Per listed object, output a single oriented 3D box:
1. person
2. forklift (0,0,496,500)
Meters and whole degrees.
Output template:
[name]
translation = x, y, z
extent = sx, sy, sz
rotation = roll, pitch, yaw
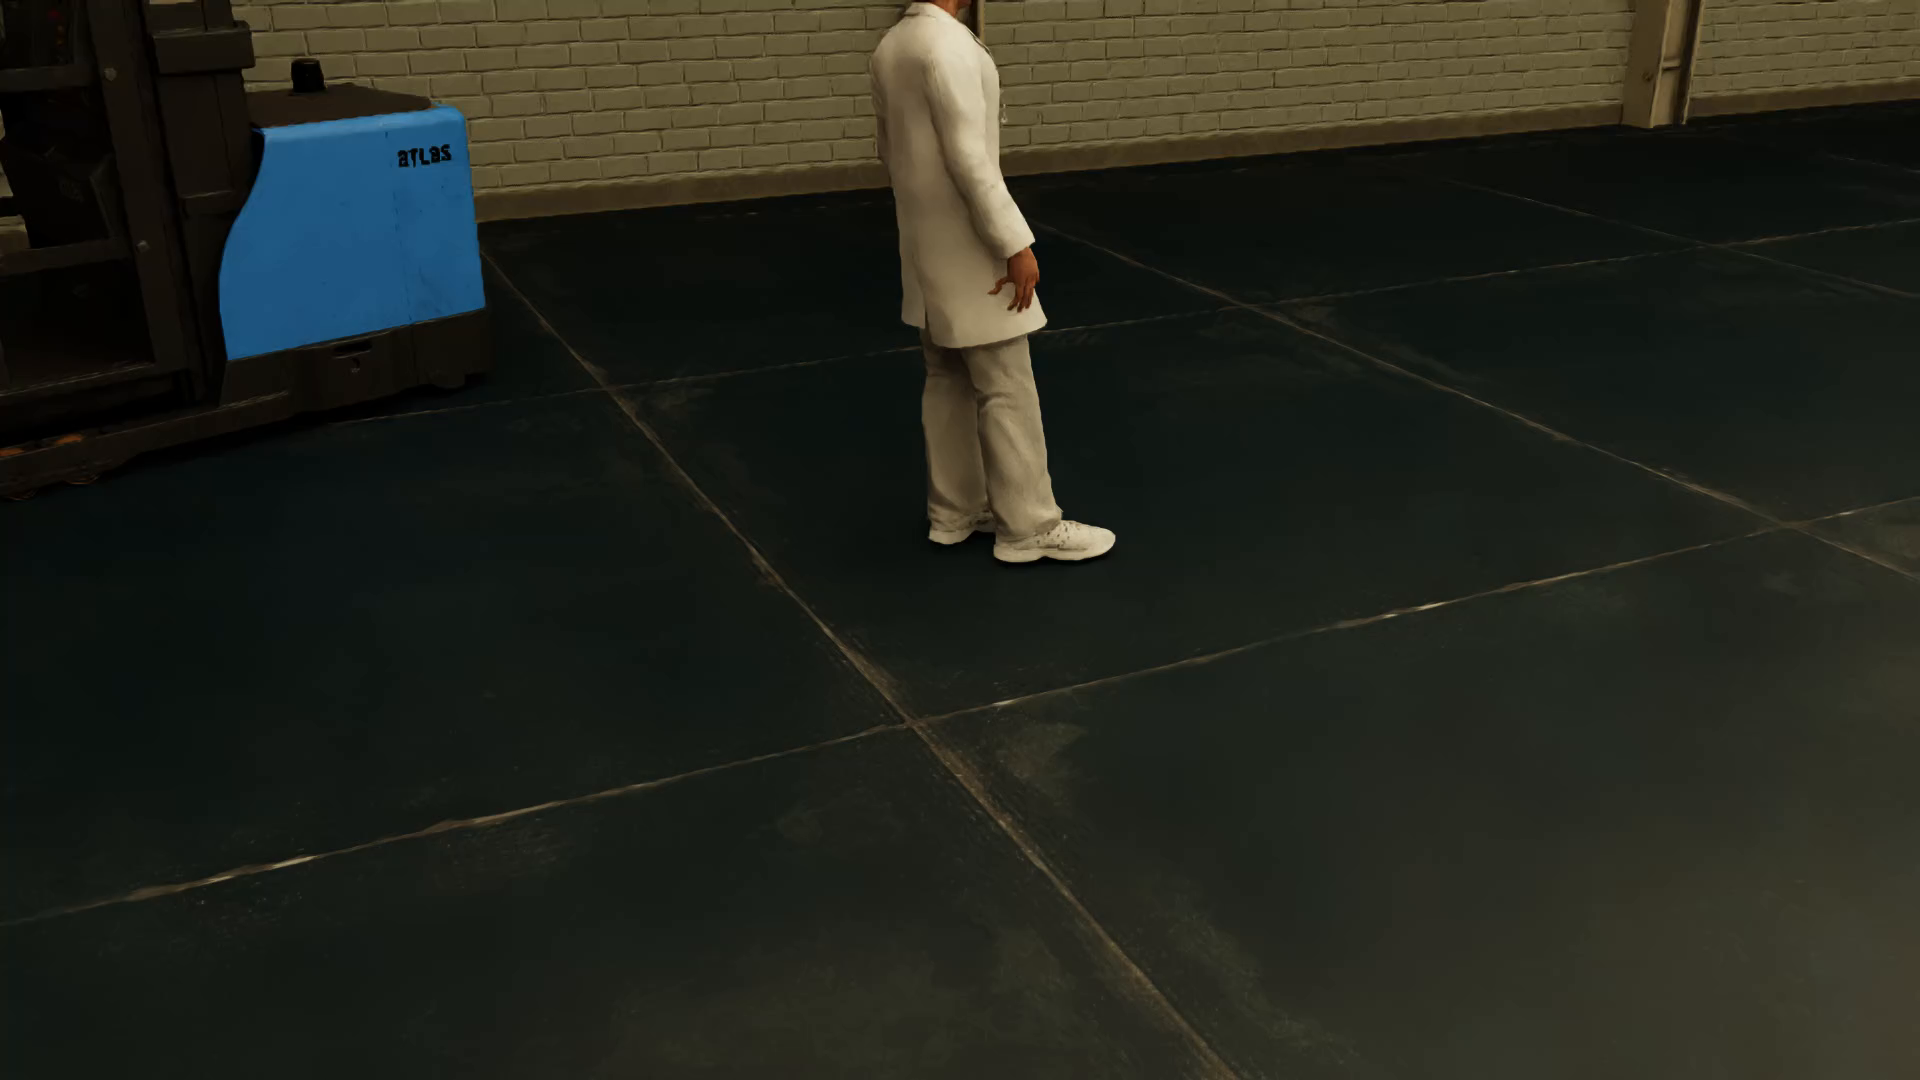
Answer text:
[person]
translation = 0.084, -0.840, 4.795
extent = 0.579, 1.776, 0.694
rotation = -10, 25, -23
[forklift]
translation = -3.234, -1.706, 5.394
extent = 1.130, 2.935, 3.031
rotation = 21, 30, 41
